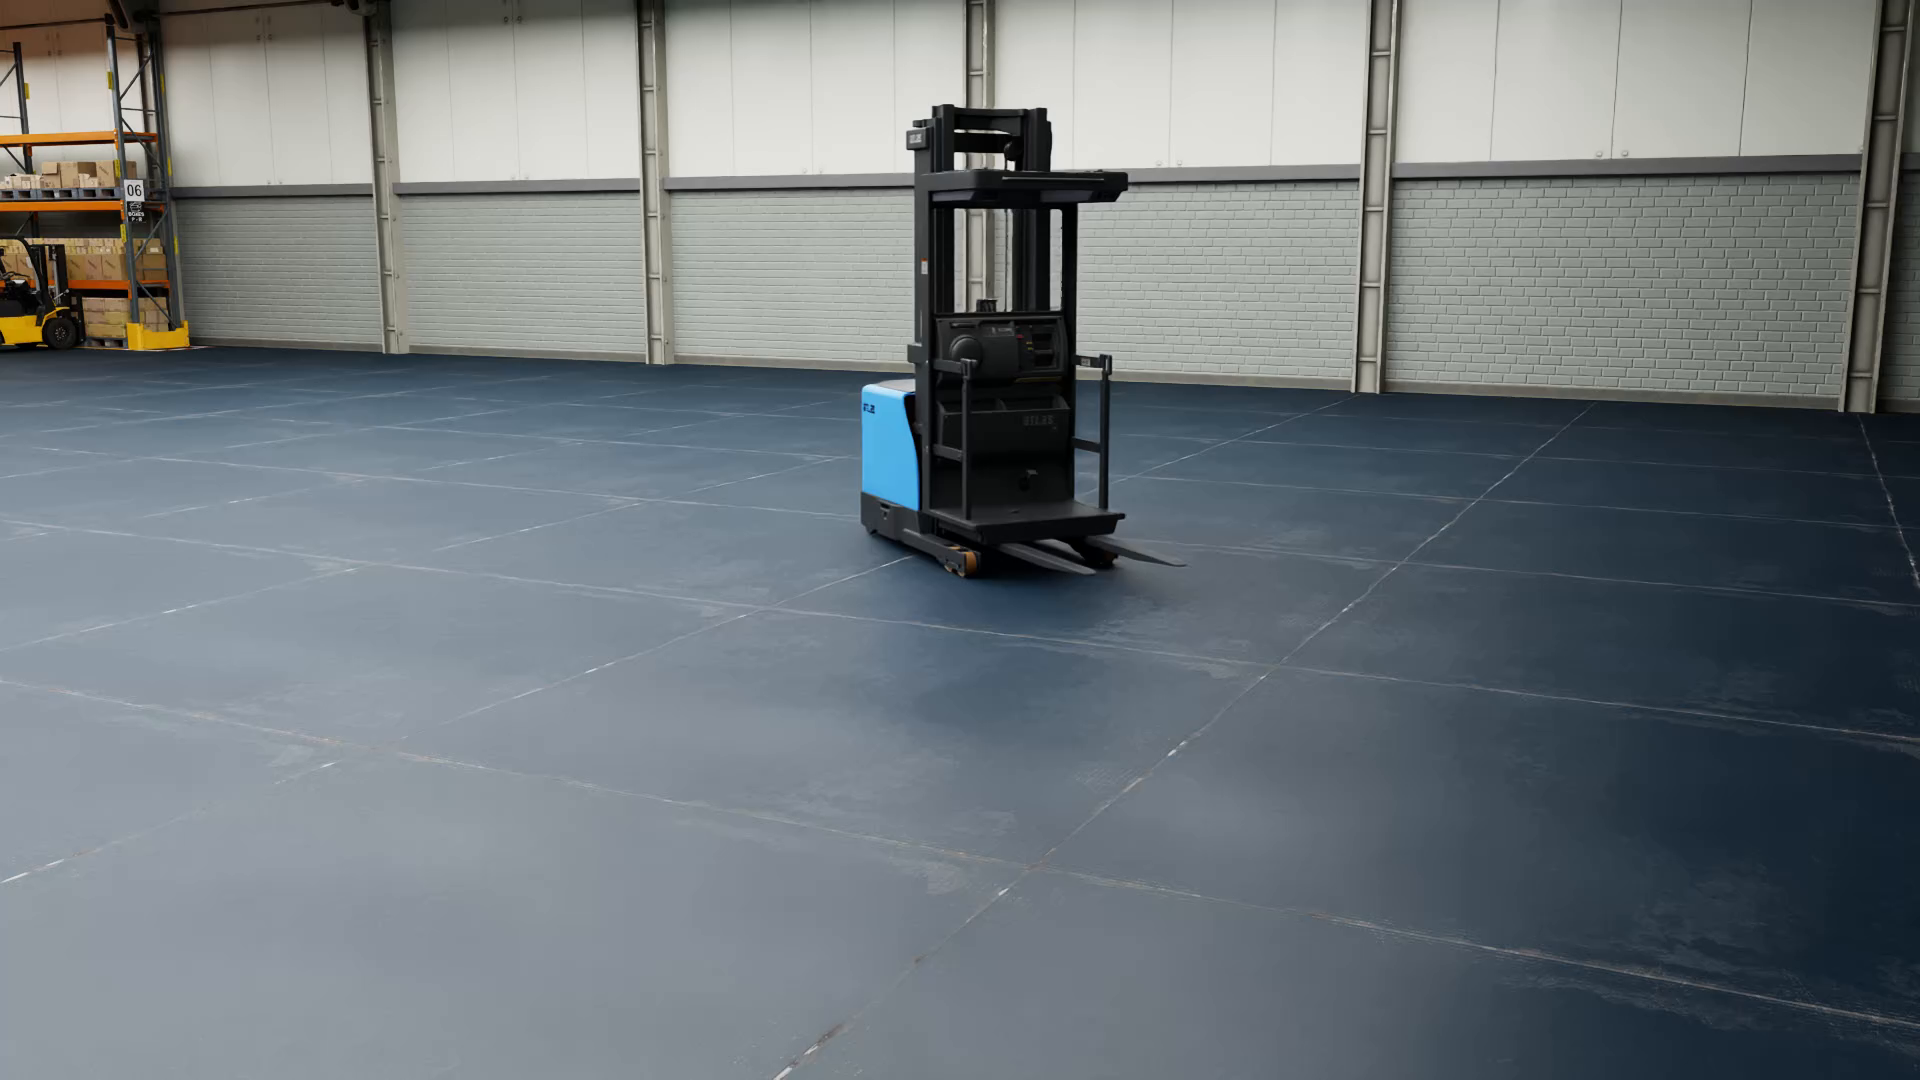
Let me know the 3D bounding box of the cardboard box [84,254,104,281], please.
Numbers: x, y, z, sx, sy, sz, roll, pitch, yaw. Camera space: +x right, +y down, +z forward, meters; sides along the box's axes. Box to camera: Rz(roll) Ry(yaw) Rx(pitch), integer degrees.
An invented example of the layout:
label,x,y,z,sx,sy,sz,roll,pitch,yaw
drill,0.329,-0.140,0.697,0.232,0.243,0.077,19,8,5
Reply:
label,x,y,z,sx,sy,sz,roll,pitch,yaw
cardboard box,-16.653,-5.314,32.388,0.500,0.500,0.500,5,12,28

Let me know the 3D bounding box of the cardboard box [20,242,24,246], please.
label,x,y,z,sx,sy,sz,roll,pitch,yaw
cardboard box,-18.560,-5.958,33.291,0.250,0.149,0.380,5,11,25

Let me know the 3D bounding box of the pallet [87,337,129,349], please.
label,x,y,z,sx,sy,sz,roll,pitch,yaw
pallet,-16.339,-3.907,32.725,1.213,0.211,1.003,5,11,26

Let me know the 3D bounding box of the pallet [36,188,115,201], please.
label,x,y,z,sx,sy,sz,roll,pitch,yaw
pallet,-17.355,-6.814,32.782,1.213,0.211,1.003,5,11,26

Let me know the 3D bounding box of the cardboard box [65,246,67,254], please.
label,x,y,z,sx,sy,sz,roll,pitch,yaw
cardboard box,-17.414,-5.708,32.743,0.250,0.149,0.380,5,11,25

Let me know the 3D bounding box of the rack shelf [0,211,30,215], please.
label,x,y,z,sx,sy,sz,roll,pitch,yaw
rack shelf,-21.015,-6.820,34.590,4.000,0.370,1.077,5,11,26

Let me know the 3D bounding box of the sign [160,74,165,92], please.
label,x,y,z,sx,sy,sz,roll,pitch,yaw
sign,-15.383,-8.803,32.036,0.005,0.325,0.100,5,11,26

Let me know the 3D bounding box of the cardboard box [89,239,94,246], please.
label,x,y,z,sx,sy,sz,roll,pitch,yaw
cardboard box,-16.721,-5.797,32.401,0.250,0.149,0.380,5,11,26

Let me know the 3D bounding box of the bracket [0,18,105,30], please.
label,x,y,z,sx,sy,sz,roll,pitch,yaw
bracket,-18.700,-10.327,33.414,4.783,0.066,0.076,5,11,26

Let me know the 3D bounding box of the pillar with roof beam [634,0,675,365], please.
label,x,y,z,sx,sy,sz,roll,pitch,yaw
pillar with roof beam,-7.003,-6.743,23.721,0.400,9.000,9.100,5,11,26

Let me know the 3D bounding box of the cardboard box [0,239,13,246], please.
label,x,y,z,sx,sy,sz,roll,pitch,yaw
cardboard box,-19.067,-5.983,33.428,0.250,0.149,0.380,5,12,27

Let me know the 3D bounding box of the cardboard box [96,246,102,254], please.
label,x,y,z,sx,sy,sz,roll,pitch,yaw
cardboard box,-16.517,-5.622,32.270,0.250,0.149,0.380,5,12,27

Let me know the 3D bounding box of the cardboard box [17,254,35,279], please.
label,x,y,z,sx,sy,sz,roll,pitch,yaw
cardboard box,-18.465,-5.475,33.278,0.500,0.500,0.500,5,12,27

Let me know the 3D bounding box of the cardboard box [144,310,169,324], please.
label,x,y,z,sx,sy,sz,roll,pitch,yaw
cardboard box,-15.964,-4.395,32.732,0.500,0.250,0.500,5,12,27

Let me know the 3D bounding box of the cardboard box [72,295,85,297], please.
label,x,y,z,sx,sy,sz,roll,pitch,yaw
cardboard box,-17.786,-4.799,33.558,0.500,0.250,0.500,5,11,26

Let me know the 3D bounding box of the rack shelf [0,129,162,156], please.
label,x,y,z,sx,sy,sz,roll,pitch,yaw
rack shelf,-17.428,-7.784,32.617,4.000,0.370,1.077,5,11,26

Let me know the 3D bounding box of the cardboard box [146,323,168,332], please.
label,x,y,z,sx,sy,sz,roll,pitch,yaw
cardboard box,-15.988,-4.149,32.775,0.500,0.250,0.500,5,11,26

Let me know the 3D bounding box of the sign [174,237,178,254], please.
label,x,y,z,sx,sy,sz,roll,pitch,yaw
sign,-15.383,-5.779,32.584,0.005,0.325,0.100,5,11,26

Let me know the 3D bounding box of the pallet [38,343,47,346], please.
label,x,y,z,sx,sy,sz,roll,pitch,yaw
pallet,-18.527,-4.099,33.787,1.213,0.211,1.003,5,11,26

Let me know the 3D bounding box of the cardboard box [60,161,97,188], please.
label,x,y,z,sx,sy,sz,roll,pitch,yaw
cardboard box,-17.013,-7.099,32.370,0.500,0.500,0.700,5,11,26

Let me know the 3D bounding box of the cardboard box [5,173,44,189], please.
label,x,y,z,sx,sy,sz,roll,pitch,yaw
cardboard box,-18.583,-7.124,33.039,0.500,0.311,0.500,5,12,27

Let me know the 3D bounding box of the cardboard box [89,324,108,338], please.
label,x,y,z,sx,sy,sz,roll,pitch,yaw
cardboard box,-16.637,-4.106,32.539,0.500,0.250,0.500,5,11,26

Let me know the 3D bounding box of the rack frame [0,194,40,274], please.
label,x,y,z,sx,sy,sz,roll,pitch,yaw
rack frame,-19.221,-5.541,33.922,0.127,3.000,1.000,5,11,26

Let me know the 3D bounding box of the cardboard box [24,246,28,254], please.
label,x,y,z,sx,sy,sz,roll,pitch,yaw
cardboard box,-18.385,-5.775,33.112,0.250,0.149,0.380,5,12,27

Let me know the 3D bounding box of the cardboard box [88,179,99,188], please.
label,x,y,z,sx,sy,sz,roll,pitch,yaw
cardboard box,-16.512,-6.851,31.982,0.250,0.149,0.380,5,11,24

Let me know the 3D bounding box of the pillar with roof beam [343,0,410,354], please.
label,x,y,z,sx,sy,sz,roll,pitch,yaw
pillar with roof beam,-12.384,-7.216,26.334,0.548,9.000,9.100,5,11,26

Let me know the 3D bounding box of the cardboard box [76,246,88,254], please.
label,x,y,z,sx,sy,sz,roll,pitch,yaw
cardboard box,-16.995,-5.657,32.462,0.250,0.149,0.380,5,11,24

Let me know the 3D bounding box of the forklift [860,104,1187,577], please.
label,x,y,z,sx,sy,sz,roll,pitch,yaw
forklift,0.373,-1.297,10.666,1.130,2.935,3.031,-5,11,-25

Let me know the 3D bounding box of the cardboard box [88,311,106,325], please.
label,x,y,z,sx,sy,sz,roll,pitch,yaw
cardboard box,-16.654,-4.355,32.508,0.500,0.250,0.500,5,11,25

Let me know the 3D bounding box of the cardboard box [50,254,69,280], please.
label,x,y,z,sx,sy,sz,roll,pitch,yaw
cardboard box,-17.568,-5.392,32.820,0.500,0.500,0.500,5,11,26

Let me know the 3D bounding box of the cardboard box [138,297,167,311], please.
label,x,y,z,sx,sy,sz,roll,pitch,yaw
cardboard box,-15.982,-4.639,32.675,0.500,0.250,0.500,5,11,25

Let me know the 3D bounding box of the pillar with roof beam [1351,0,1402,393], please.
label,x,y,z,sx,sy,sz,roll,pitch,yaw
pillar with roof beam,3.758,-5.798,18.496,0.400,9.000,9.100,5,11,26

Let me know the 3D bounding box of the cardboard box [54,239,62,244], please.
label,x,y,z,sx,sy,sz,roll,pitch,yaw
cardboard box,-17.645,-5.877,32.845,0.250,0.149,0.380,5,11,26

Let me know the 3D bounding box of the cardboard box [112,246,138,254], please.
label,x,y,z,sx,sy,sz,roll,pitch,yaw
cardboard box,-16.069,-5.577,32.018,0.250,0.149,0.380,5,11,27

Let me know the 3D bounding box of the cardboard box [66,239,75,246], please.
label,x,y,z,sx,sy,sz,roll,pitch,yaw
cardboard box,-17.238,-5.819,32.525,0.250,0.149,0.380,5,12,27

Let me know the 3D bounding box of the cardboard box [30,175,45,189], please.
label,x,y,z,sx,sy,sz,roll,pitch,yaw
cardboard box,-18.025,-7.041,32.707,0.258,0.266,0.396,5,11,24

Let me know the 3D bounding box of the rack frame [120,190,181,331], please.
label,x,y,z,sx,sy,sz,roll,pitch,yaw
rack frame,-15.634,-5.226,32.181,0.127,3.000,1.000,5,11,26

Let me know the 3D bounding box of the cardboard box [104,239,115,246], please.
label,x,y,z,sx,sy,sz,roll,pitch,yaw
cardboard box,-16.284,-5.749,32.137,0.250,0.149,0.380,5,11,26

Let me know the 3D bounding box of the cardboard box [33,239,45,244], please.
label,x,y,z,sx,sy,sz,roll,pitch,yaw
cardboard box,-18.130,-5.905,32.999,0.250,0.149,0.380,5,11,25

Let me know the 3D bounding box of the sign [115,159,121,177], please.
label,x,y,z,sx,sy,sz,roll,pitch,yaw
sign,-15.887,-7.013,31.369,0.005,0.325,0.100,5,11,26

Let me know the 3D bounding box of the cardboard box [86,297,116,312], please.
label,x,y,z,sx,sy,sz,roll,pitch,yaw
cardboard box,-16.646,-4.597,32.441,0.500,0.250,0.500,5,12,27

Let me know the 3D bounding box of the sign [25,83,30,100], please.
label,x,y,z,sx,sy,sz,roll,pitch,yaw
sign,-18.954,-9.117,33.770,0.005,0.325,0.100,5,11,26

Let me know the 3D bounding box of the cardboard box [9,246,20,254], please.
label,x,y,z,sx,sy,sz,roll,pitch,yaw
cardboard box,-18.819,-5.822,33.373,0.250,0.149,0.380,5,12,27

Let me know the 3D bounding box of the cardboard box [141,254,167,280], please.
label,x,y,z,sx,sy,sz,roll,pitch,yaw
cardboard box,-15.956,-5.358,32.633,0.500,0.500,0.500,5,12,28

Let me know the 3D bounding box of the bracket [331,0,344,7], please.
label,x,y,z,sx,sy,sz,roll,pitch,yaw
bracket,-11.008,-9.651,29.679,0.430,0.232,0.235,5,11,26

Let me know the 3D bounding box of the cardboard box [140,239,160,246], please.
label,x,y,z,sx,sy,sz,roll,pitch,yaw
cardboard box,-15.841,-5.801,32.422,0.250,0.149,0.380,5,11,25

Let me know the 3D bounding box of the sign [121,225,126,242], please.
label,x,y,z,sx,sy,sz,roll,pitch,yaw
sign,-15.887,-5.826,31.584,0.005,0.325,0.100,5,11,26

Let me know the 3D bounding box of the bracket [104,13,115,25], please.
label,x,y,z,sx,sy,sz,roll,pitch,yaw
bracket,-16.389,-10.124,32.292,0.430,0.232,0.235,5,11,26

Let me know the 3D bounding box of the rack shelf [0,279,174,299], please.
label,x,y,z,sx,sy,sz,roll,pitch,yaw
rack shelf,-17.428,-5.029,33.116,4.000,0.370,1.077,5,11,26

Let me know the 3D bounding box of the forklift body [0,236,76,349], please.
label,x,y,z,sx,sy,sz,roll,pitch,yaw
forklift body,-18.142,-4.666,31.472,1.214,2.155,2.313,5,11,26
